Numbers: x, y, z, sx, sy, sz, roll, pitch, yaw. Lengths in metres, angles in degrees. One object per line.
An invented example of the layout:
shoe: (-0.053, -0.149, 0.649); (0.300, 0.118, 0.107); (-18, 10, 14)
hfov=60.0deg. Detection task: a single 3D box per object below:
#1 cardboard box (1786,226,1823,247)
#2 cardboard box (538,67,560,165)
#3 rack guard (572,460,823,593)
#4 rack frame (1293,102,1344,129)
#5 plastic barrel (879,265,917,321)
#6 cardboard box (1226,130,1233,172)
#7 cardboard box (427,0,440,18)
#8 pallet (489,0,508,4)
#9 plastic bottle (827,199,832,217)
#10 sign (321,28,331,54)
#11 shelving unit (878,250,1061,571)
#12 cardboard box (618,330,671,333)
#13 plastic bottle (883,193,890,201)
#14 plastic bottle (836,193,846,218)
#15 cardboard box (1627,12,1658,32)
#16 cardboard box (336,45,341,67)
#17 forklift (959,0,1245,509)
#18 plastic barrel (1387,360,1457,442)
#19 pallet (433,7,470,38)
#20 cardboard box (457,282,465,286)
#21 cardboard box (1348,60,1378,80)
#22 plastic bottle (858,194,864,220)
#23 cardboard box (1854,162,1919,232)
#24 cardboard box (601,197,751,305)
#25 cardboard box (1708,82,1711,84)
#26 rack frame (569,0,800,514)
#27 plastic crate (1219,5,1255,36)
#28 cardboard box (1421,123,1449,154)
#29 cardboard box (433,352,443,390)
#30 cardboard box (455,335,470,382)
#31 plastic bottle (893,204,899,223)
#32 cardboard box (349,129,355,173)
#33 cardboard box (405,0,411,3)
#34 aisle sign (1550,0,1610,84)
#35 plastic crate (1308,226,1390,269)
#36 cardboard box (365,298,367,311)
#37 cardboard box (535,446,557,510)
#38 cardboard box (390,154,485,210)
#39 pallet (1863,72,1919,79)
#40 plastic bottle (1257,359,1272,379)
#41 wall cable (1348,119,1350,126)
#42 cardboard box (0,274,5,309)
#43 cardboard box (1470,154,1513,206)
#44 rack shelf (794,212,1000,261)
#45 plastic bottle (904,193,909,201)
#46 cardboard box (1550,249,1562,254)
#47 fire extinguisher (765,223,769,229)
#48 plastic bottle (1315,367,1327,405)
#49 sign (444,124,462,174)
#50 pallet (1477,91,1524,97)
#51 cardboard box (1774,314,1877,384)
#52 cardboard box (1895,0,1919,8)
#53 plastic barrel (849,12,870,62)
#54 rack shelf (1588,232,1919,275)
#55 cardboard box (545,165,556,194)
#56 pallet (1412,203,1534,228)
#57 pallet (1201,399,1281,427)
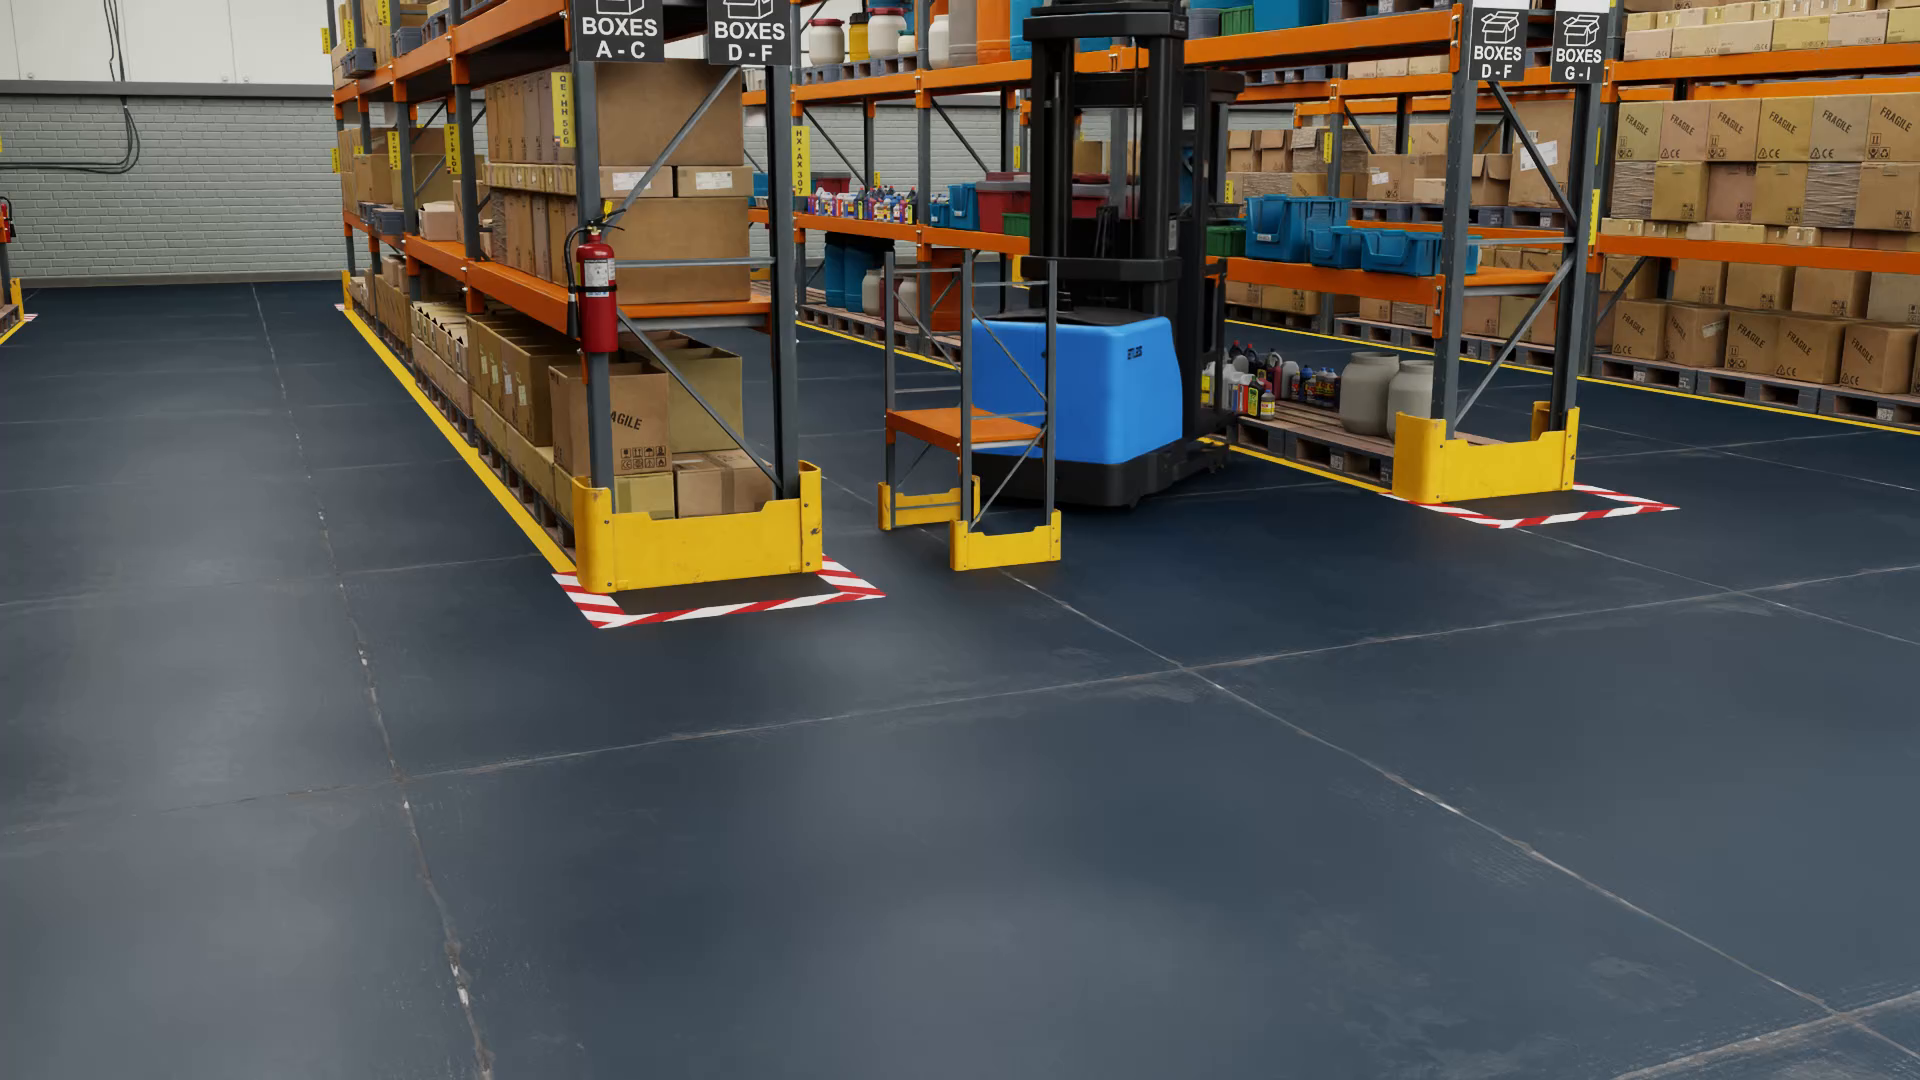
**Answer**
cardboard box: (6.803, -2.412, 13.194); (0.380, 0.149, 0.250); (-6, 14, -23)
cardboard box: (-1.890, -2.301, 9.060); (0.700, 0.500, 0.500); (-6, 14, -23)
rack guard: (-1.265, -0.077, 8.092); (1.175, 0.500, 0.348); (-6, 14, -23)
rack frame: (5.979, -5.926, 27.822); (1.000, 3.000, 0.127); (-6, 14, -23)
plastic barrel: (-0.603, -2.761, 18.565); (0.600, 0.588, 0.708); (-6, 14, -23)
cardboard box: (3.524, -4.936, 21.098); (0.797, 0.503, 0.637); (-5, 14, -22)
cardboard box: (-4.246, -4.456, 14.221); (0.500, 0.250, 0.500); (-7, 15, -27)
pallet: (-2.027, -3.118, 9.235); (1.003, 0.211, 1.213); (-6, 14, -23)
plastic bottle: (-1.499, -3.876, 19.406); (0.097, 0.201, 0.097); (0, 13, 0)
sign: (-8.181, -6.443, 21.466); (0.100, 0.325, 0.005); (-6, 14, -23)
shelving unit: (0.031, -0.715, 8.633); (0.587, 1.500, 1.083); (-6, 14, -23)
cardboard box: (-2.098, -1.073, 10.356); (0.500, 0.500, 0.500); (-6, 14, -23)
plastic bottle: (-0.846, -3.915, 19.421); (0.097, 0.271, 0.097); (0, 13, 0)
plastic bottle: (-1.335, -3.843, 19.099); (0.152, 0.276, 0.135); (-6, 14, -23)
cardboard box: (6.049, -4.507, 14.488); (0.380, 0.149, 0.250); (-6, 14, -25)
cardboard box: (-7.317, -5.901, 20.283); (0.500, 0.250, 0.500); (-6, 14, -23)
forklift: (1.114, -1.895, 10.556); (1.130, 2.935, 3.031); (7, 15, 26)
plastic barrel: (2.931, -0.868, 10.552); (0.421, 0.512, 0.421); (0, 13, 0)
pallet: (-3.242, -3.675, 11.868); (0.805, 0.209, 1.217); (-6, 14, -25)
cardboard box: (-5.025, -2.388, 17.102); (0.500, 0.500, 0.500); (-6, 14, -25)
cardboard box: (4.554, -5.114, 17.995); (0.500, 0.250, 0.500); (-5, 14, -22)
plastic bottle: (-1.078, -3.689, 18.415); (0.061, 0.283, 0.133); (-6, 14, -23)
cardboard box: (7.298, -2.596, 12.551); (0.875, 0.500, 0.500); (-6, 14, -23)
cardboard box: (-1.450, -1.446, 8.242); (0.700, 0.500, 0.500); (-6, 14, -23)
cardboard box: (9.199, -5.925, 20.945); (0.500, 0.500, 0.500); (-6, 14, -23)
rack frame: (-1.275, -1.299, 7.832); (1.000, 3.000, 0.127); (-6, 14, -23)
plastic crate: (2.045, -3.580, 11.503); (0.336, 0.188, 0.450); (-6, 14, -23)
cardboard box: (7.145, -5.853, 24.408); (0.500, 0.500, 0.500); (-6, 14, -25)
cardboard box: (-3.918, -1.366, 13.285); (0.500, 0.250, 0.500); (-5, 14, -22)
cardboard box: (-3.302, -1.322, 11.851); (0.500, 0.311, 0.500); (-6, 14, -23)
plastic bottle: (-0.653, -3.440, 17.523); (0.097, 0.201, 0.097); (0, 13, 0)
cardboard box: (-6.931, -4.605, 19.676); (0.500, 0.500, 0.500); (-6, 14, -23)
cardboard box: (-4.853, -5.145, 15.358); (0.500, 0.500, 0.500); (-6, 14, -23)
aisle sign: (3.562, -3.024, 9.518); (0.394, 0.787, 0.004); (-6, 14, -23)
plastic crate: (2.536, -1.885, 10.690); (0.499, 0.251, 0.408); (-6, 14, -23)
cardboard box: (-6.775, -2.768, 19.525); (0.380, 0.149, 0.250); (-6, 14, -23)
cardboard box: (-1.972, -0.351, 8.899); (0.500, 0.250, 0.500); (-6, 14, -23)
cardboard box: (-4.835, -3.325, 15.432); (0.700, 0.500, 0.500); (-12, 18, -42)
pallet: (10.374, -5.000, 17.593); (0.805, 0.209, 1.217); (-6, 14, -25)
plastic bottle: (2.308, -1.235, 12.604); (0.061, 0.283, 0.133); (-6, 14, -23)
wall cable: (8.194, -8.067, 34.751); (0.585, 1.953, 0.123); (-6, 14, -23)
cardboard box: (-11.850, -3.008, 19.826); (0.700, 0.500, 0.500); (-6, 14, -23)
cardboard box: (5.422, -3.624, 16.717); (0.797, 0.503, 0.637); (-4, 14, -17)
rack shelf: (-0.741, -3.462, 18.769); (1.077, 0.370, 4.000); (-6, 14, -23)
plastic bottle: (-0.593, -3.857, 19.158); (0.152, 0.276, 0.135); (-6, 14, -23)
cardboard box: (8.268, -3.953, 22.246); (0.500, 0.250, 0.500); (-5, 14, -22)
fire extinguisher: (-2.788, -4.904, 24.407); (0.296, 0.674, 0.183); (-6, 14, -23)
plastic bottle: (2.647, -1.125, 12.155); (0.097, 0.271, 0.097); (0, 13, 0)
sign: (-3.371, -2.600, 11.060); (0.100, 0.325, 0.005); (-6, 14, -23)
pallet: (7.731, -6.332, 23.342); (1.213, 0.211, 1.003); (-6, 14, -23)
cardboard box: (7.064, -1.562, 13.579); (0.500, 0.500, 0.500); (-4, 14, -18)
cardboard box: (7.077, -3.966, 12.148); (0.380, 0.149, 0.250); (-6, 14, -23)
plastic barrel: (-0.990, -5.813, 19.331); (0.600, 0.588, 0.600); (0, 13, 0)
rack shelf: (7.002, -2.256, 13.561); (1.077, 0.370, 4.000); (-6, 14, -23)
cardboard box: (-2.016, -1.939, 8.935); (0.380, 0.149, 0.250); (-5, 14, -21)
pallet: (5.429, -3.347, 17.106); (1.003, 0.211, 1.213); (-6, 14, -23)
pallet: (1.894, -1.071, 13.031); (1.003, 0.211, 1.213); (-6, 14, -23)
